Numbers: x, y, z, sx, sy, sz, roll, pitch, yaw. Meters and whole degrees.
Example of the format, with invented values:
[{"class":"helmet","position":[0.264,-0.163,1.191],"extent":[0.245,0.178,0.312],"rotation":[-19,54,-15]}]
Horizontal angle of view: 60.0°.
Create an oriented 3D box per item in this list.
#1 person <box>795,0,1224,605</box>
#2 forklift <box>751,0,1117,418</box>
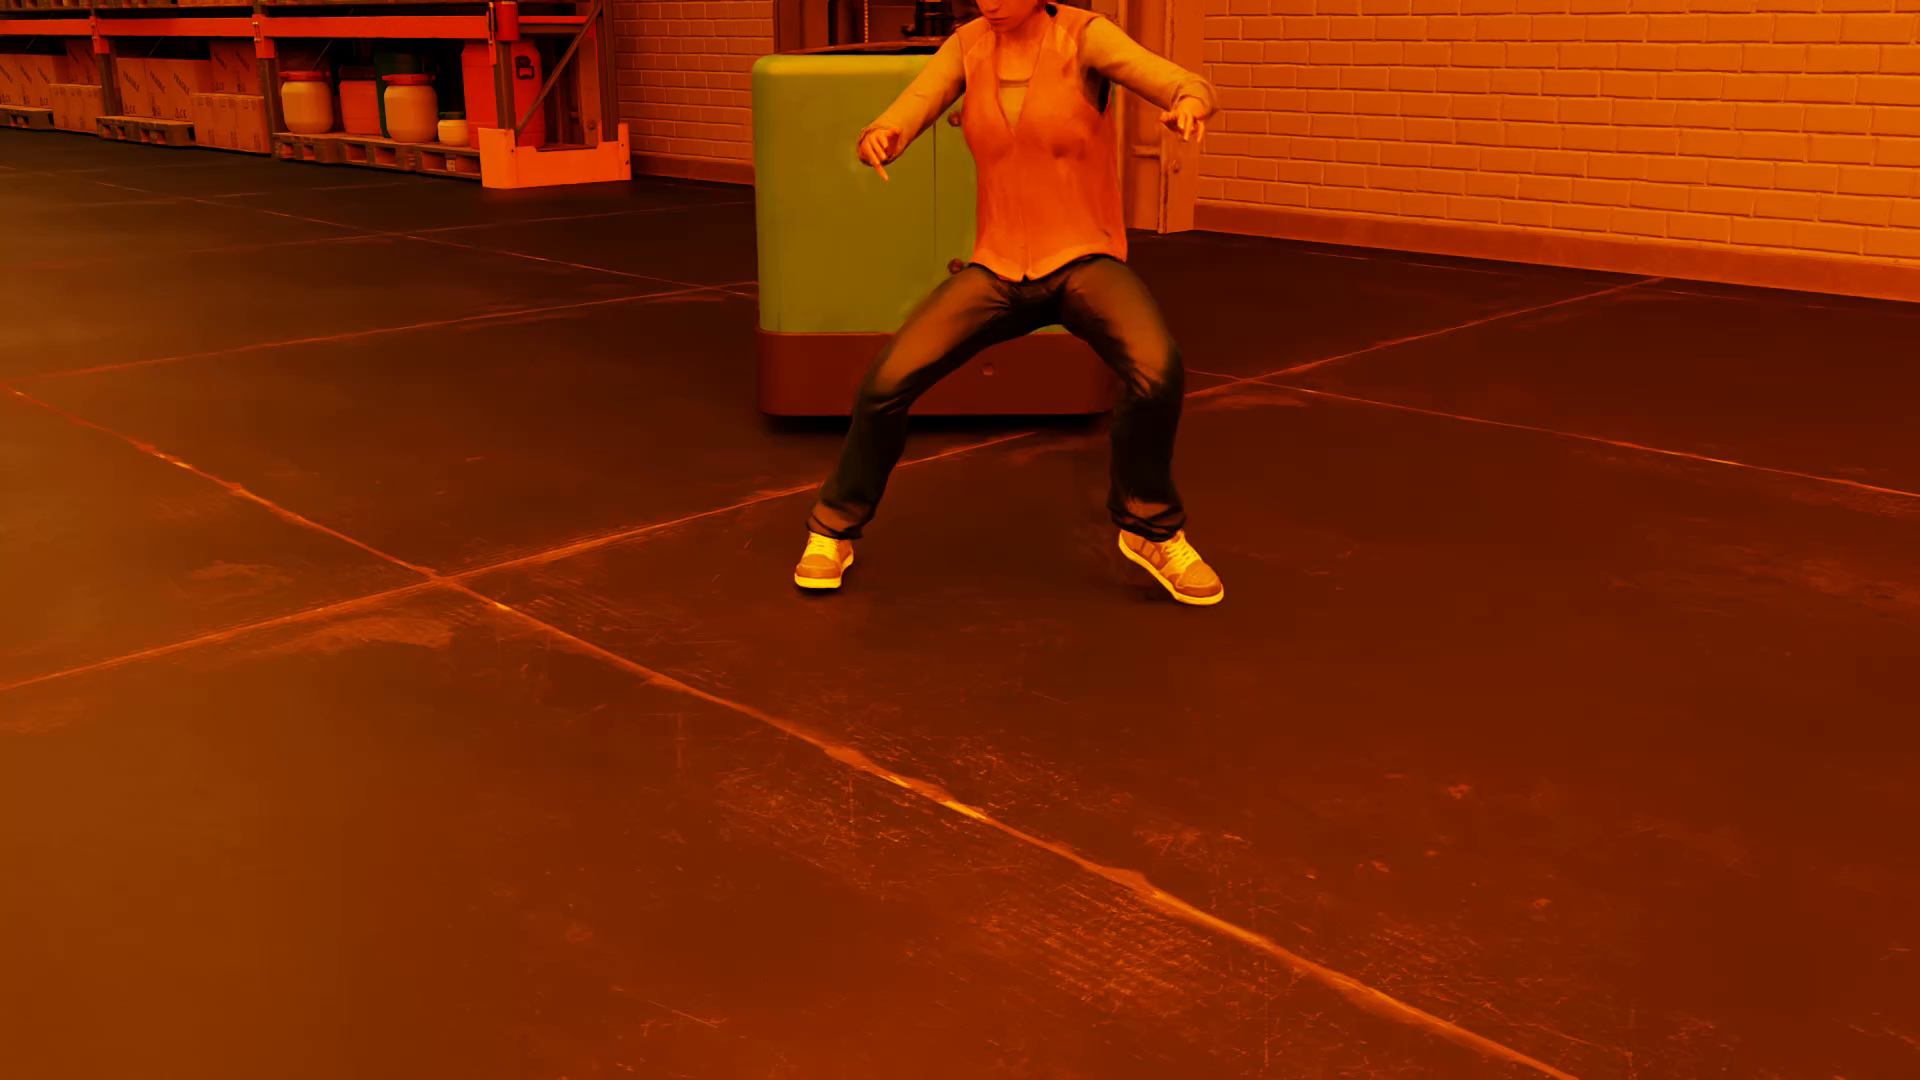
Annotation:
[{"class":"person","position":[0.097,-0.546,3.344],"extent":[0.914,1.366,0.662],"rotation":[8,19,23]},{"class":"forklift","position":[-0.100,-2.139,5.857],"extent":[1.130,2.935,3.031],"rotation":[0,17,-1]}]
